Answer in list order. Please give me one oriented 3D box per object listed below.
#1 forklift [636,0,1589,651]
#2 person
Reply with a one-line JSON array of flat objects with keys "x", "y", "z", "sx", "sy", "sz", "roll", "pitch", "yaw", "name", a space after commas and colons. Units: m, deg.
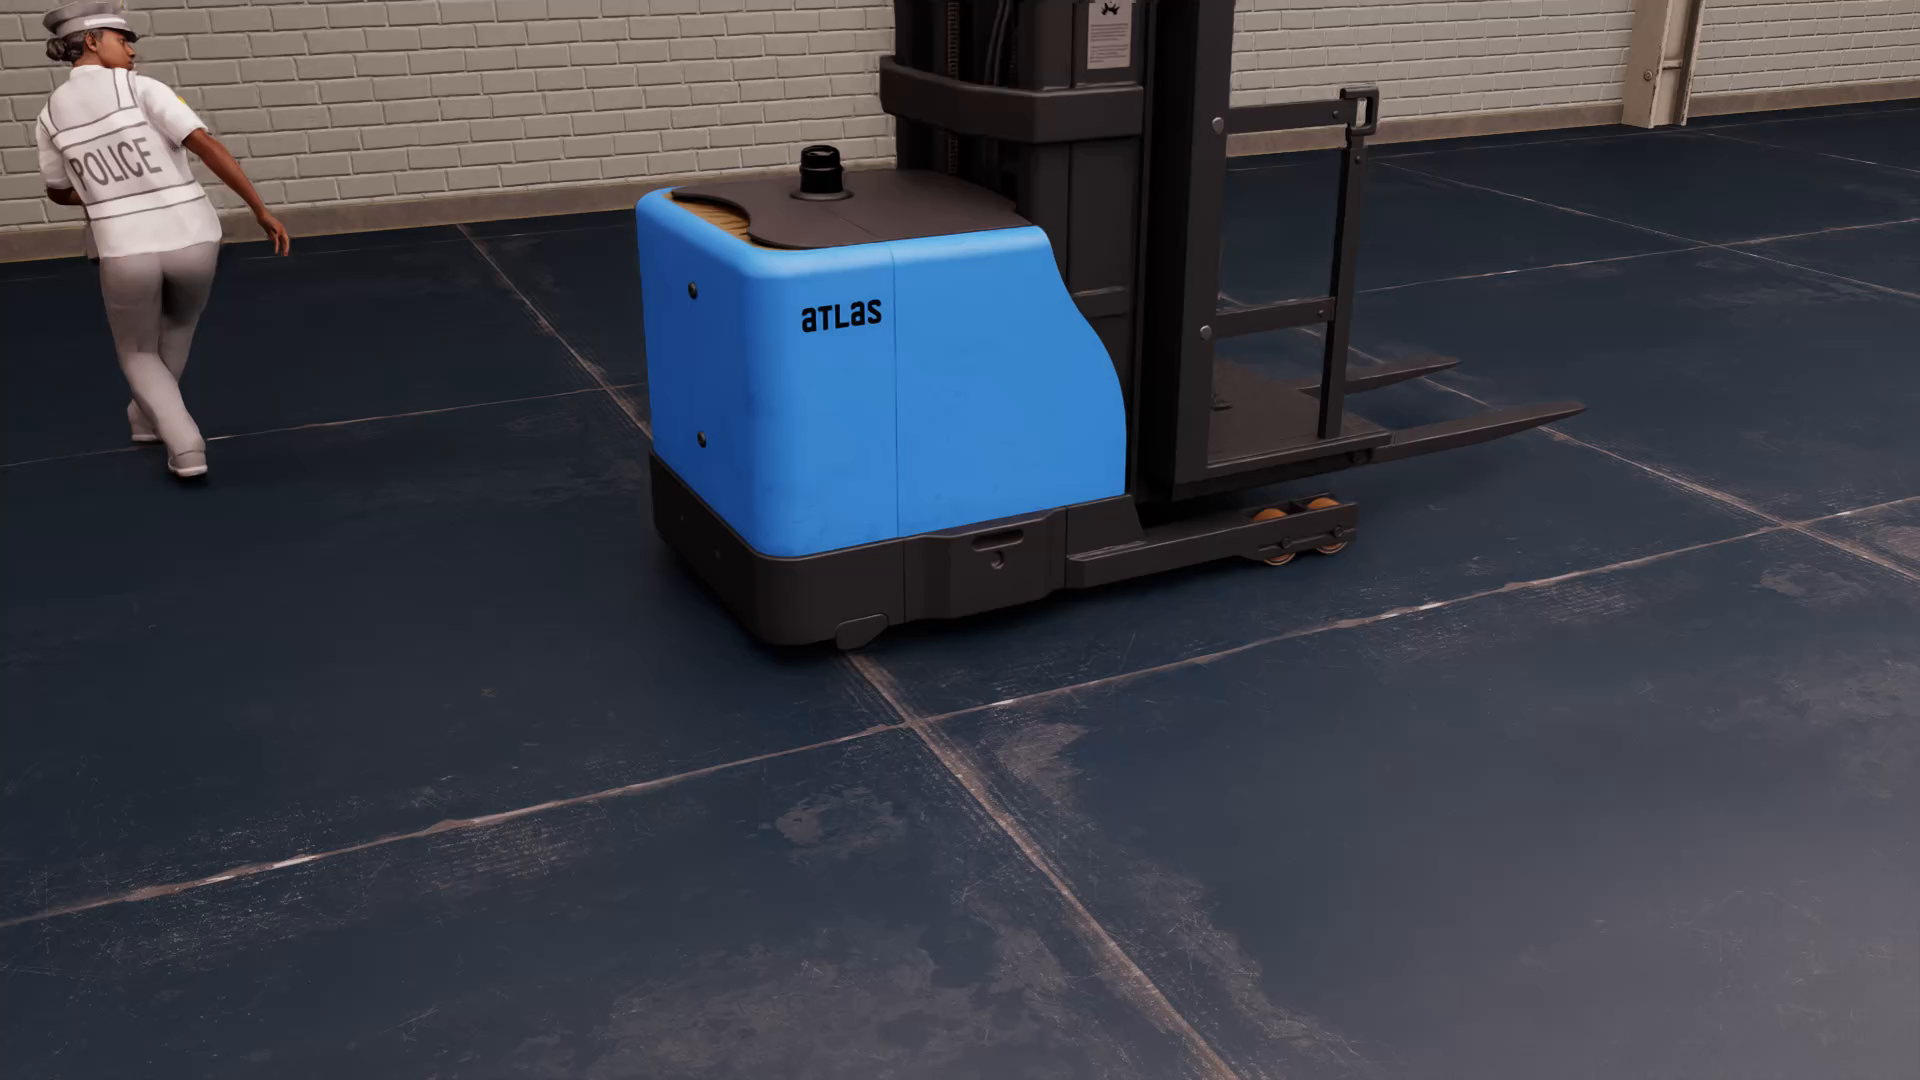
[{"x": 0.625, "y": -1.446, "z": 4.766, "sx": 3.031, "sy": 2.935, "sz": 1.130, "roll": -11, "pitch": 25, "yaw": -25, "name": "forklift"}, {"x": -2.641, "y": -1.017, "z": 5.578, "sx": 0.704, "sy": 1.552, "sz": 0.779, "roll": -10, "pitch": 24, "yaw": -22, "name": "person"}]
